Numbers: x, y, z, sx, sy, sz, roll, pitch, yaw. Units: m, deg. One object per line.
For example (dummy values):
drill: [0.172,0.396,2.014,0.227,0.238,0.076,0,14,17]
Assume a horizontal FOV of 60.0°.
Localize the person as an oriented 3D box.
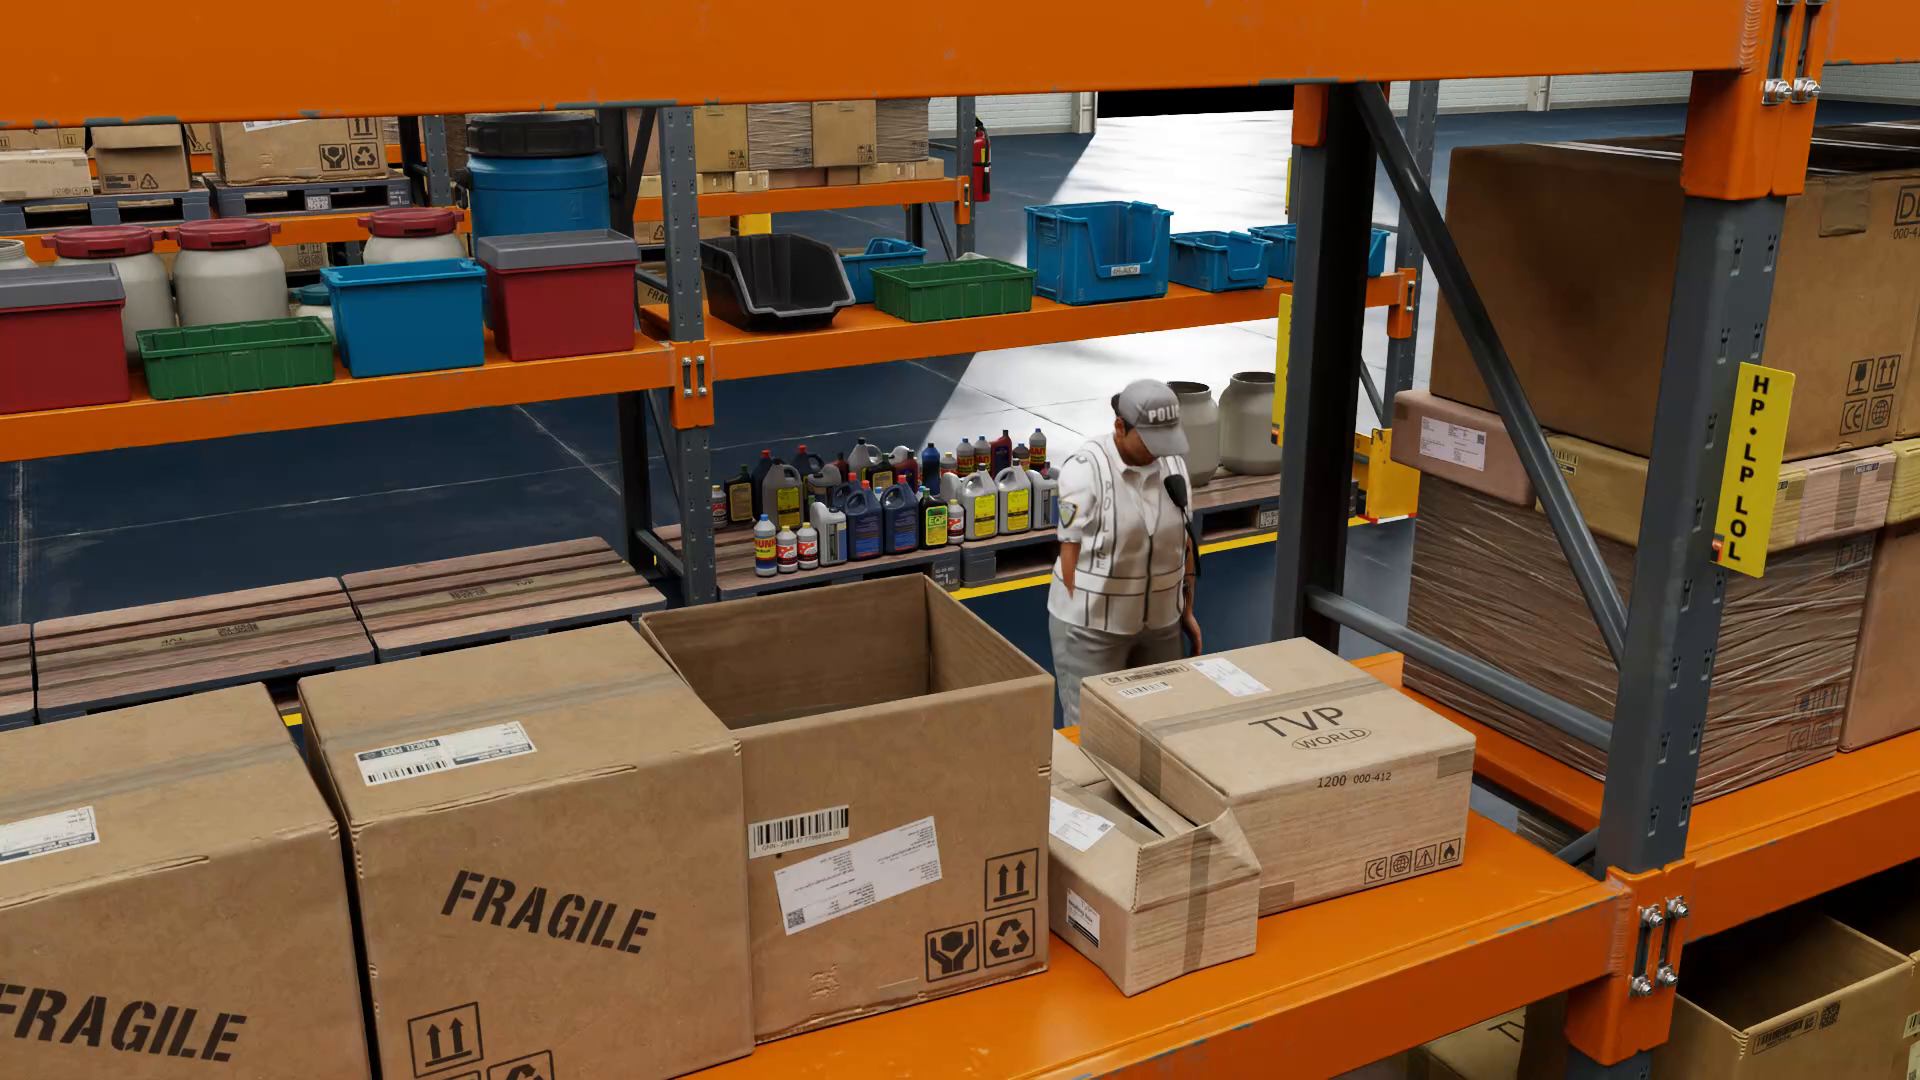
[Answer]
person: [0.541,0.281,5.284,0.484,1.640,0.415,-9,21,-25]
